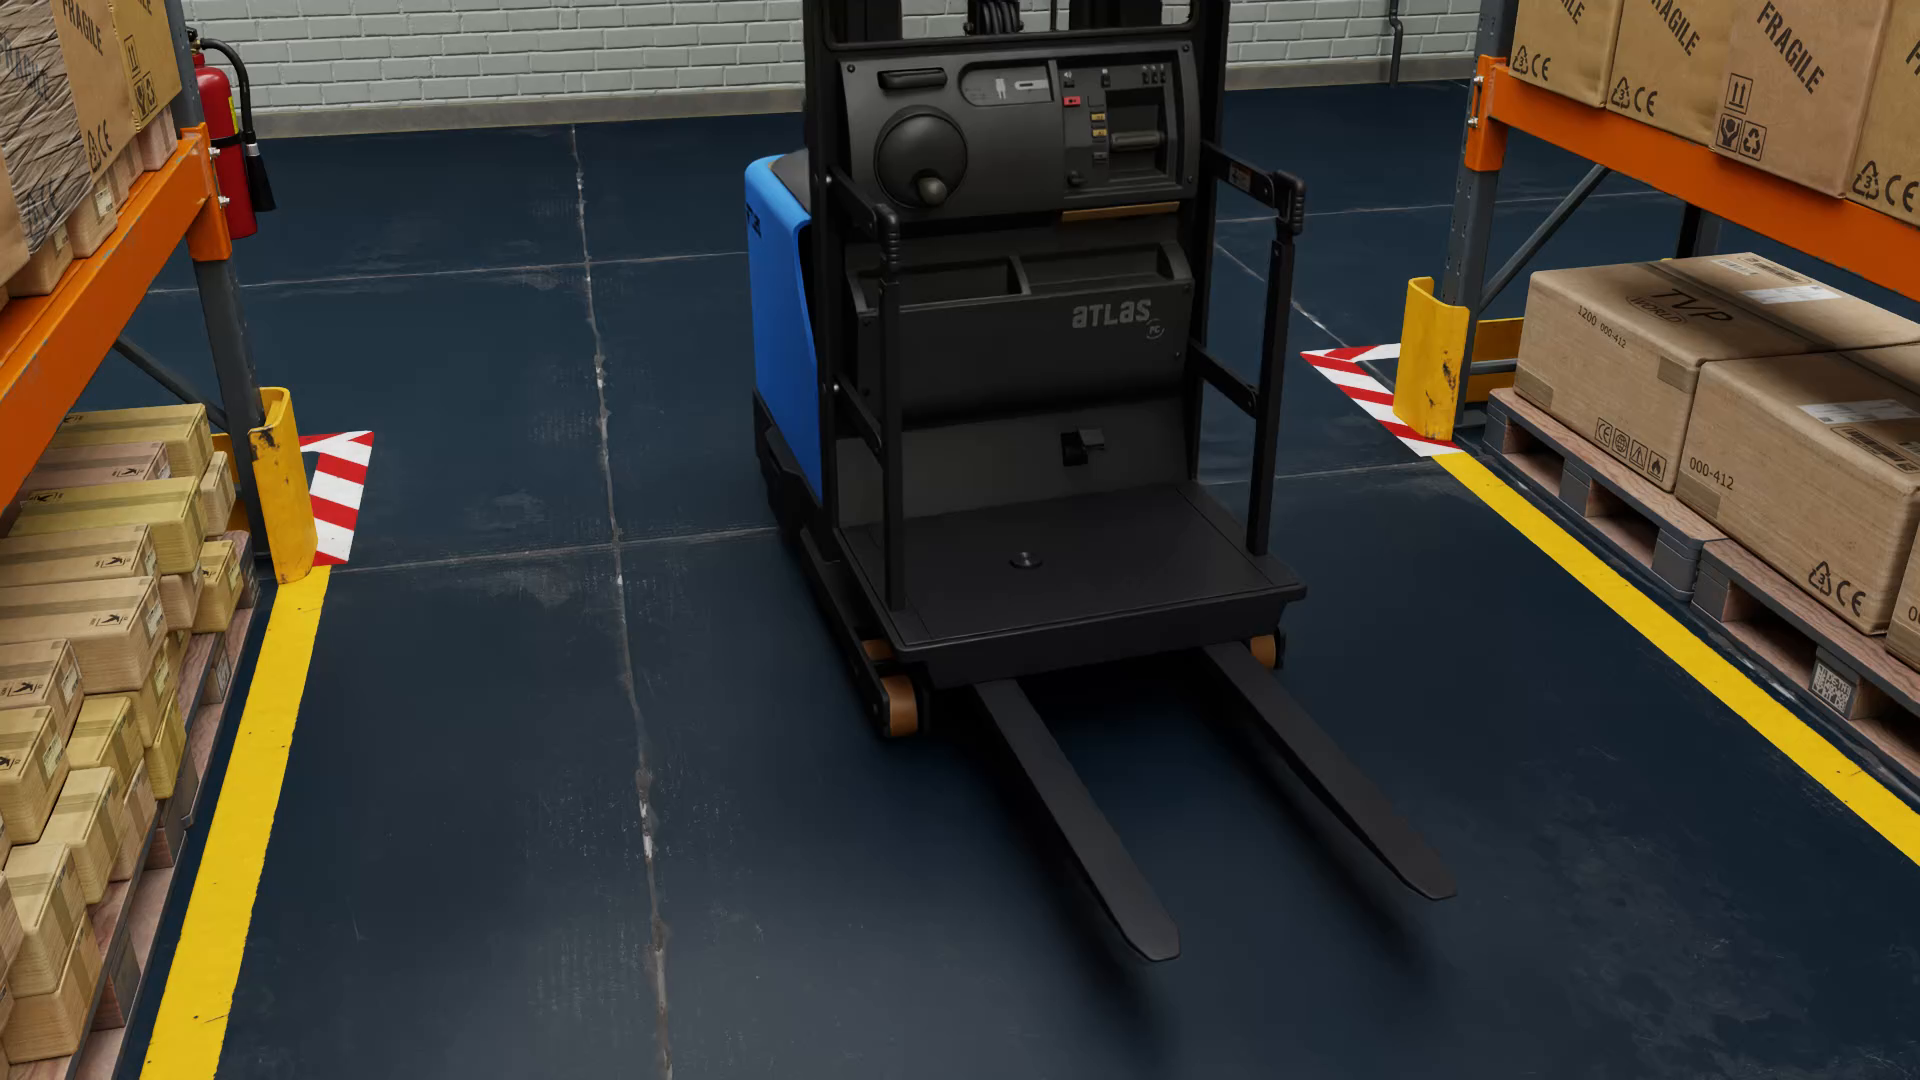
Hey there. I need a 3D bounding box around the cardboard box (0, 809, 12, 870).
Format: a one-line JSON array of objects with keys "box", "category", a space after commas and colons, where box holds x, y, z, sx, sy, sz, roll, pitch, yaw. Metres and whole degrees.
[{"box": [-1.872, 0.564, 2.842, 0.380, 0.149, 0.250, -7, 28, -14], "category": "cardboard box"}]

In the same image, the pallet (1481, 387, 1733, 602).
[{"box": [2.469, -0.222, 5.456, 1.003, 0.211, 1.213, -6, 27, -12], "category": "pallet"}]

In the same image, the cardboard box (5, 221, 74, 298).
[{"box": [-2.037, -0.587, 3.362, 0.380, 0.149, 0.250, -7, 28, -14], "category": "cardboard box"}]

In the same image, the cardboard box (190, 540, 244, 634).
[{"box": [-2.109, 0.134, 4.352, 0.380, 0.149, 0.250, -5, 27, -10], "category": "cardboard box"}]

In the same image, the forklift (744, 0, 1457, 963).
[{"box": [0.229, -1.003, 3.984, 1.130, 2.935, 3.031, -8, 28, -16], "category": "forklift"}]

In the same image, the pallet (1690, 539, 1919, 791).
[{"box": [2.740, 0.312, 4.397, 1.003, 0.211, 1.213, -6, 27, -12], "category": "pallet"}]

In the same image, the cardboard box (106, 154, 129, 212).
[{"box": [-2.148, -0.815, 3.815, 0.380, 0.149, 0.250, -6, 27, -12], "category": "cardboard box"}]

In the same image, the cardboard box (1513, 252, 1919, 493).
[{"box": [2.458, -0.574, 5.436, 0.875, 0.438, 0.875, -7, 28, -13], "category": "cardboard box"}]

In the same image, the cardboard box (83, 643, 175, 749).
[{"box": [-1.943, 0.346, 3.604, 0.380, 0.149, 0.250, -6, 27, -11], "category": "cardboard box"}]

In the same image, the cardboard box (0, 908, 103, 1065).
[{"box": [-1.787, 0.820, 2.994, 0.380, 0.149, 0.250, -7, 28, -13], "category": "cardboard box"}]

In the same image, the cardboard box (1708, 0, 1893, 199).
[{"box": [2.279, -1.171, 4.129, 0.500, 0.500, 0.500, -6, 27, -12], "category": "cardboard box"}]

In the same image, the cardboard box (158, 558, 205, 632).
[{"box": [-2.072, 0.120, 4.051, 0.380, 0.149, 0.250, -7, 28, -14], "category": "cardboard box"}]

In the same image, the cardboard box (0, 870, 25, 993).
[{"box": [-1.730, 0.675, 2.621, 0.380, 0.149, 0.250, -5, 27, -10], "category": "cardboard box"}]

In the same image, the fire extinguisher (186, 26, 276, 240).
[{"box": [-2.195, -1.220, 4.837, 0.296, 0.674, 0.183, -6, 27, -12], "category": "fire extinguisher"}]

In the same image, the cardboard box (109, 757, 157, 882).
[{"box": [-1.905, 0.594, 3.442, 0.380, 0.149, 0.250, -5, 27, -11], "category": "cardboard box"}]

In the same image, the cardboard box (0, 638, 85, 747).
[{"box": [-1.976, 0.339, 3.286, 0.380, 0.149, 0.250, -7, 28, -13], "category": "cardboard box"}]

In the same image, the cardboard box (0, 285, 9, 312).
[{"box": [-2.034, -0.462, 3.116, 0.380, 0.149, 0.250, -7, 28, -14], "category": "cardboard box"}]

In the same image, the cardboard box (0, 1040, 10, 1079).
[{"box": [-1.823, 0.944, 2.749, 0.380, 0.149, 0.250, -7, 28, -14], "category": "cardboard box"}]

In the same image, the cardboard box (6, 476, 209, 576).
[{"box": [-2.039, -0.020, 3.998, 0.380, 0.149, 0.250, -7, 28, -13], "category": "cardboard box"}]

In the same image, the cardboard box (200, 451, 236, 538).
[{"box": [-2.191, -0.108, 4.503, 0.380, 0.149, 0.250, -7, 28, -13], "category": "cardboard box"}]

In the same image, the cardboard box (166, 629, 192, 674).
[{"box": [-2.134, 0.259, 4.105, 0.380, 0.149, 0.250, -6, 27, -12], "category": "cardboard box"}]

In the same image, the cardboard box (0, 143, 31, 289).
[{"box": [-1.899, -0.601, 2.671, 0.500, 0.500, 0.500, -5, 27, -9], "category": "cardboard box"}]

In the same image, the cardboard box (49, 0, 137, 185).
[{"box": [-2.125, -1.043, 3.546, 0.500, 0.500, 0.500, -6, 27, -12], "category": "cardboard box"}]

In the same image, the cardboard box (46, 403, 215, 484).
[{"box": [-2.222, -0.237, 4.428, 0.380, 0.149, 0.250, -6, 27, -11], "category": "cardboard box"}]

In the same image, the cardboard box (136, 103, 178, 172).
[{"box": [-2.239, -1.037, 4.254, 0.380, 0.149, 0.250, -6, 27, -12], "category": "cardboard box"}]

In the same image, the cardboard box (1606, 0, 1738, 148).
[{"box": [2.182, -1.396, 4.576, 0.500, 0.500, 0.500, -6, 27, -12], "category": "cardboard box"}]

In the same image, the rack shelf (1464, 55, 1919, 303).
[{"box": [2.663, -0.611, 3.930, 1.077, 0.370, 4.000, -6, 27, -12], "category": "rack shelf"}]

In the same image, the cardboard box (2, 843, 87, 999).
[{"box": [-1.783, 0.689, 2.923, 0.380, 0.149, 0.250, -6, 27, -12], "category": "cardboard box"}]

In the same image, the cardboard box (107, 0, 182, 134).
[{"box": [-2.236, -1.270, 3.995, 0.500, 0.500, 0.500, -5, 27, -11], "category": "cardboard box"}]

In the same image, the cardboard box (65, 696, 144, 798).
[{"box": [-1.903, 0.460, 3.377, 0.380, 0.149, 0.250, -5, 27, -9], "category": "cardboard box"}]

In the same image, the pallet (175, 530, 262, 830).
[{"box": [-2.422, 0.375, 4.272, 1.003, 0.211, 1.213, -6, 27, -12], "category": "pallet"}]

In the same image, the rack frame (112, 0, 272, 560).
[{"box": [-2.588, -1.263, 4.424, 1.000, 3.000, 0.127, -6, 27, -12], "category": "rack frame"}]

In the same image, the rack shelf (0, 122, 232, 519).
[{"box": [-2.137, -0.064, 2.846, 1.077, 0.370, 4.000, -6, 27, -12], "category": "rack shelf"}]

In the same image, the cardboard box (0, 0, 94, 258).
[{"box": [-2.001, -0.821, 3.107, 0.500, 0.500, 0.500, -6, 27, -11], "category": "cardboard box"}]

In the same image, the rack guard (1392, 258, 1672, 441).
[{"box": [2.207, -0.705, 6.092, 1.175, 0.500, 0.348, -6, 27, -12], "category": "rack guard"}]

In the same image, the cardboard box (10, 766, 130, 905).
[{"box": [-1.814, 0.578, 3.143, 0.380, 0.149, 0.250, -6, 27, -11], "category": "cardboard box"}]

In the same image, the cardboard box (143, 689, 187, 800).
[{"box": [-1.947, 0.472, 3.684, 0.380, 0.149, 0.250, -7, 28, -14], "category": "cardboard box"}]

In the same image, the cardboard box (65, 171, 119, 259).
[{"box": [-2.068, -0.705, 3.598, 0.380, 0.149, 0.250, -5, 27, -10], "category": "cardboard box"}]

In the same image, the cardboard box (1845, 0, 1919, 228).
[{"box": [2.408, -0.952, 3.697, 0.500, 0.500, 0.500, -5, 27, -10], "category": "cardboard box"}]

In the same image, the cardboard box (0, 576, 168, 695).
[{"box": [-1.927, 0.212, 3.538, 0.380, 0.149, 0.250, -5, 27, -10], "category": "cardboard box"}]

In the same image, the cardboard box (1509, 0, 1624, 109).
[{"box": [2.041, -1.615, 5.010, 0.500, 0.500, 0.500, -6, 27, -12], "category": "cardboard box"}]

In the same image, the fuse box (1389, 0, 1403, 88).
[{"box": [2.998, -3.857, 10.993, 0.539, 1.711, 0.414, -6, 27, -12], "category": "fuse box"}]

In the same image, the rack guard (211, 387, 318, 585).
[{"box": [-2.571, -0.114, 4.921, 1.175, 0.500, 0.348, -6, 27, -12], "category": "rack guard"}]

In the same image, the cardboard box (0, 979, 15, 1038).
[{"box": [-1.788, 0.806, 2.691, 0.380, 0.149, 0.250, -5, 27, -9], "category": "cardboard box"}]

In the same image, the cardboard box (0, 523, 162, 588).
[{"box": [-2.042, 0.100, 3.760, 0.380, 0.149, 0.250, -7, 28, -14], "category": "cardboard box"}]

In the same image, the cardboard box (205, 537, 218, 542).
[{"box": [-2.266, 0.032, 4.556, 0.380, 0.149, 0.250, -5, 27, -11], "category": "cardboard box"}]

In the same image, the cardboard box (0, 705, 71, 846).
[{"box": [-1.889, 0.451, 3.064, 0.380, 0.149, 0.250, -6, 27, -11], "category": "cardboard box"}]

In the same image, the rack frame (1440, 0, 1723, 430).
[{"box": [2.212, -1.810, 5.508, 1.000, 3.000, 0.127, -6, 27, -12], "category": "rack frame"}]

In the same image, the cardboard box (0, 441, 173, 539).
[{"box": [-2.221, -0.121, 4.198, 0.380, 0.149, 0.250, -5, 27, -11], "category": "cardboard box"}]

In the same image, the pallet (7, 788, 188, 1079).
[{"box": [-2.151, 0.910, 3.213, 1.003, 0.211, 1.213, -6, 27, -12], "category": "pallet"}]

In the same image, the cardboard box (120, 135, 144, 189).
[{"box": [-2.219, -0.924, 4.030, 0.380, 0.149, 0.250, -6, 27, -12], "category": "cardboard box"}]

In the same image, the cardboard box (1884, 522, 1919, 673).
[{"box": [2.874, 0.223, 3.858, 0.875, 0.438, 0.875, -7, 28, -13], "category": "cardboard box"}]

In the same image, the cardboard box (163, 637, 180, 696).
[{"box": [-2.065, 0.366, 3.893, 0.380, 0.149, 0.250, -6, 27, -11], "category": "cardboard box"}]

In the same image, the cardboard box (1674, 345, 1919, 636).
[{"box": [2.673, -0.173, 4.642, 0.875, 0.438, 0.875, -5, 27, -10], "category": "cardboard box"}]
